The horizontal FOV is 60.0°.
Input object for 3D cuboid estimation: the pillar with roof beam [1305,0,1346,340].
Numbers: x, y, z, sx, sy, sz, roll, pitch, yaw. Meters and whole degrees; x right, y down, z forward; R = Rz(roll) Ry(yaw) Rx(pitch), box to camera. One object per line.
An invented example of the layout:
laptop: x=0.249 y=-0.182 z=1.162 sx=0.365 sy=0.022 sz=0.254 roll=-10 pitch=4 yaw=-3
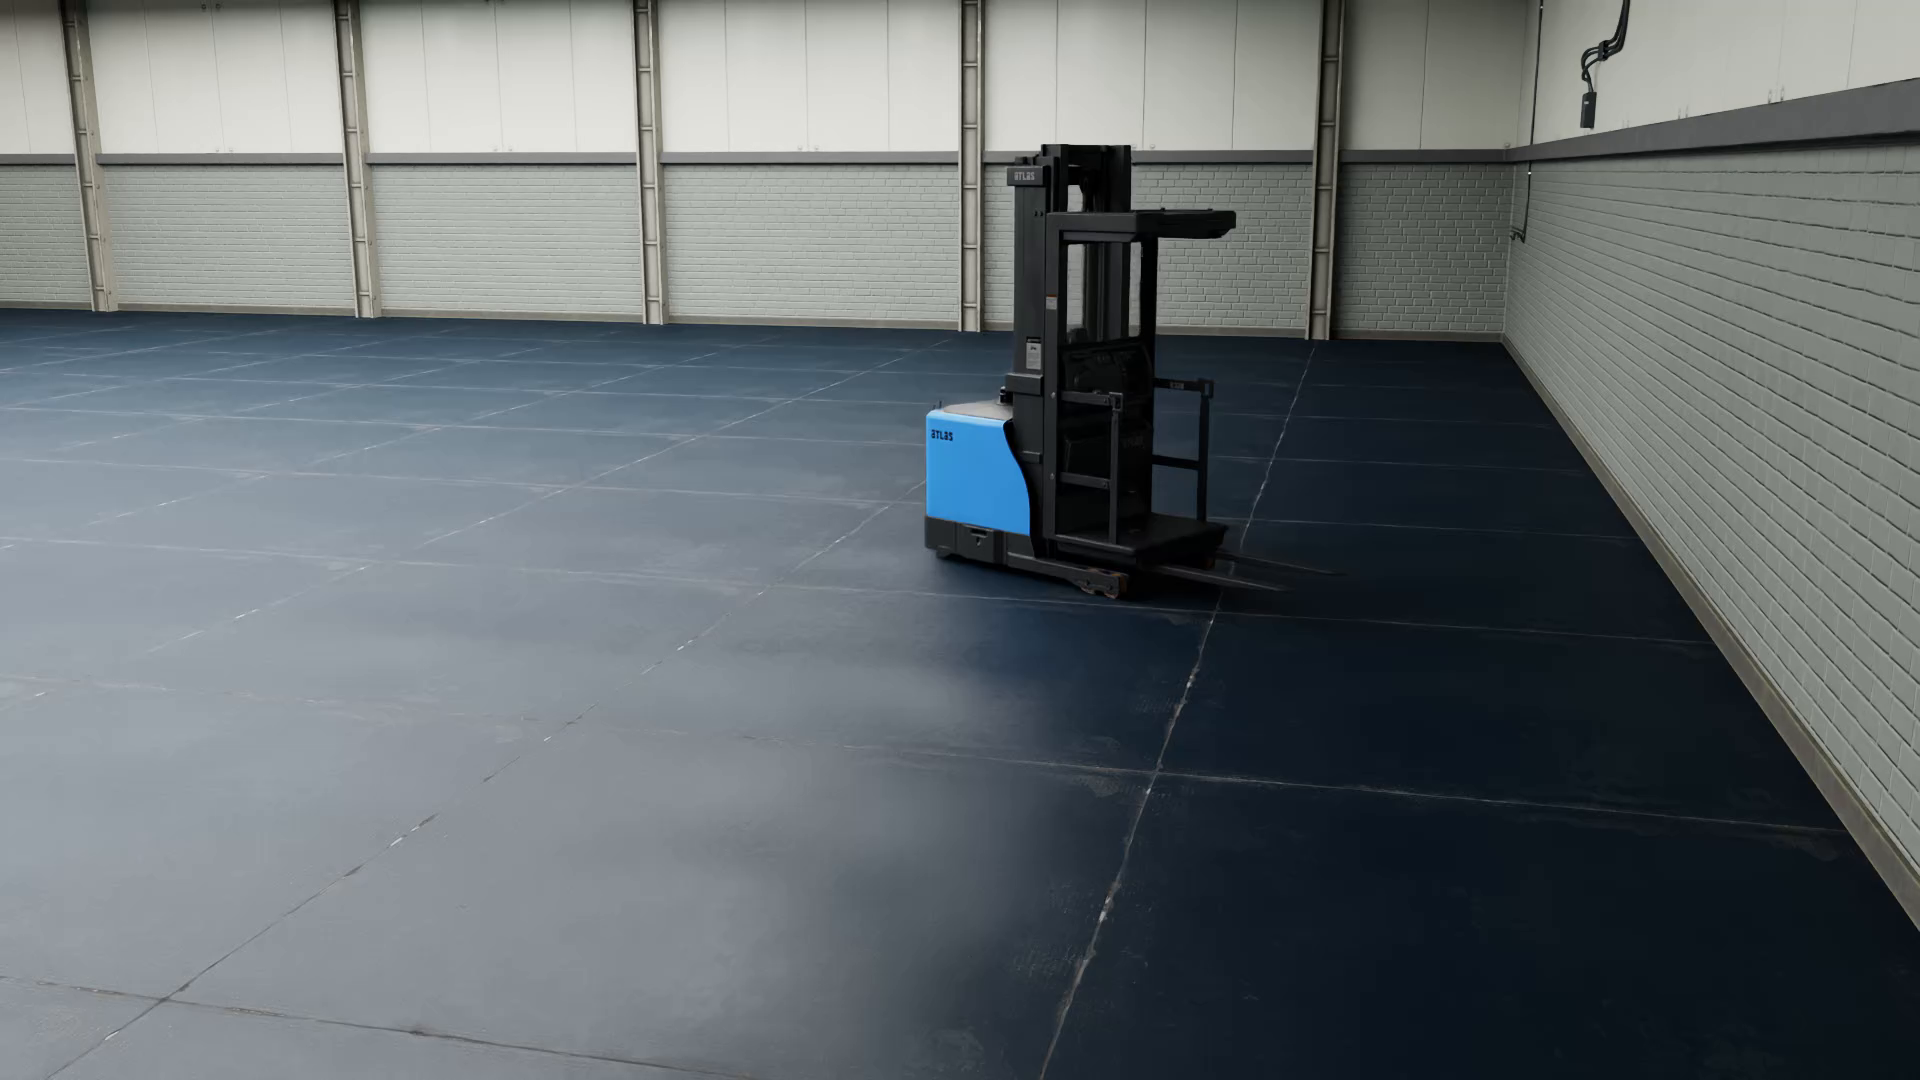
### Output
pillar with roof beam: x=4.993 y=-6.878 z=22.960 sx=0.400 sy=9.000 sz=9.100 roll=3 pitch=13 yaw=14

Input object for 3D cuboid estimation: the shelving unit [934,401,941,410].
shelving unit: x=-0.052 y=-0.515 z=12.633 sx=0.252 sy=1.050 sz=0.215 roll=3 pitch=13 yaw=14

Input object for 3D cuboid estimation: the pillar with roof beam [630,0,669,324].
pillar with roof beam: x=-6.658 y=-7.501 z=25.767 sx=0.400 sy=9.000 sz=9.100 roll=3 pitch=13 yaw=14

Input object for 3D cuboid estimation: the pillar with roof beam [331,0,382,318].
pillar with roof beam: x=-12.483 y=-7.812 z=27.170 sx=0.400 sy=9.000 sz=9.100 roll=3 pitch=13 yaw=14

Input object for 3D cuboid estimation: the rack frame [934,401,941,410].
rack frame: x=-0.170 y=-0.522 z=12.661 sx=0.008 sy=1.050 sz=0.200 roll=3 pitch=13 yaw=14

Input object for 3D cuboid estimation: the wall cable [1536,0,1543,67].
wall cable: x=7.919 y=-7.733 z=22.323 sx=0.112 sy=2.526 sz=3.097 roll=3 pitch=13 yaw=14

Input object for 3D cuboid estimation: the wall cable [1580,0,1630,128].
wall cable: x=6.277 y=-7.017 z=15.735 sx=0.169 sy=6.003 sz=2.305 roll=3 pitch=13 yaw=14

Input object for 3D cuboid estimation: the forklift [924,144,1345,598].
forklift: x=1.160 y=-1.172 z=11.250 sx=3.031 sy=2.935 sz=1.130 roll=11 pitch=17 yaw=42

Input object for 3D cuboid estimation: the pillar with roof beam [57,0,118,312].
pillar with roof beam: x=-18.308 y=-8.124 z=28.574 sx=0.400 sy=9.000 sz=9.100 roll=3 pitch=13 yaw=14

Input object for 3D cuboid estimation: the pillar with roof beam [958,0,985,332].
pillar with roof beam: x=-0.833 y=-7.190 z=24.363 sx=0.400 sy=9.000 sz=9.100 roll=3 pitch=13 yaw=14

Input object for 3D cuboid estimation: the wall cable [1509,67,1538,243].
wall cable: x=8.567 y=-5.837 z=25.434 sx=0.112 sy=2.526 sz=3.097 roll=3 pitch=13 yaw=14
